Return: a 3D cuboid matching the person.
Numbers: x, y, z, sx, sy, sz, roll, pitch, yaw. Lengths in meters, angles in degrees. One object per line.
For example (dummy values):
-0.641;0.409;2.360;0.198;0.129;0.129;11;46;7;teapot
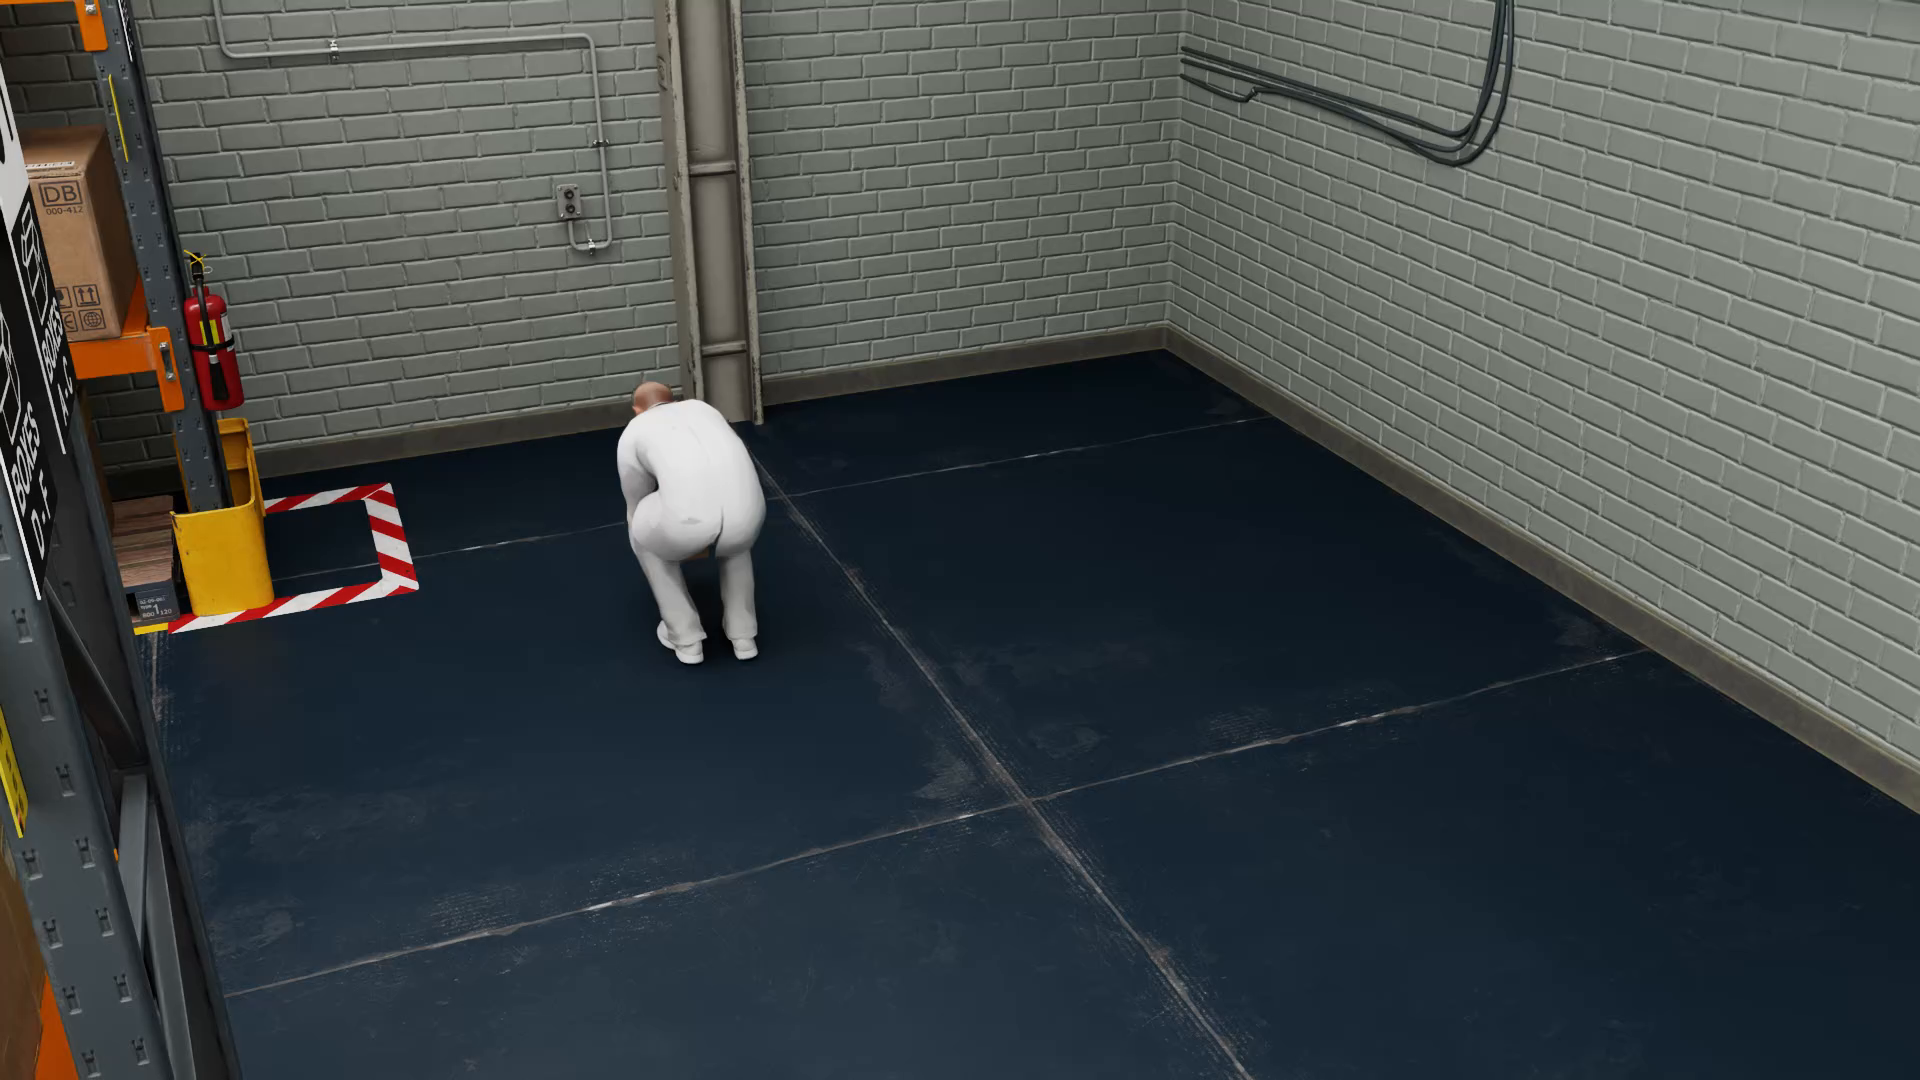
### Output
-1.149;-0.068;7.115;0.585;1.048;0.942;-12;28;-23;person
